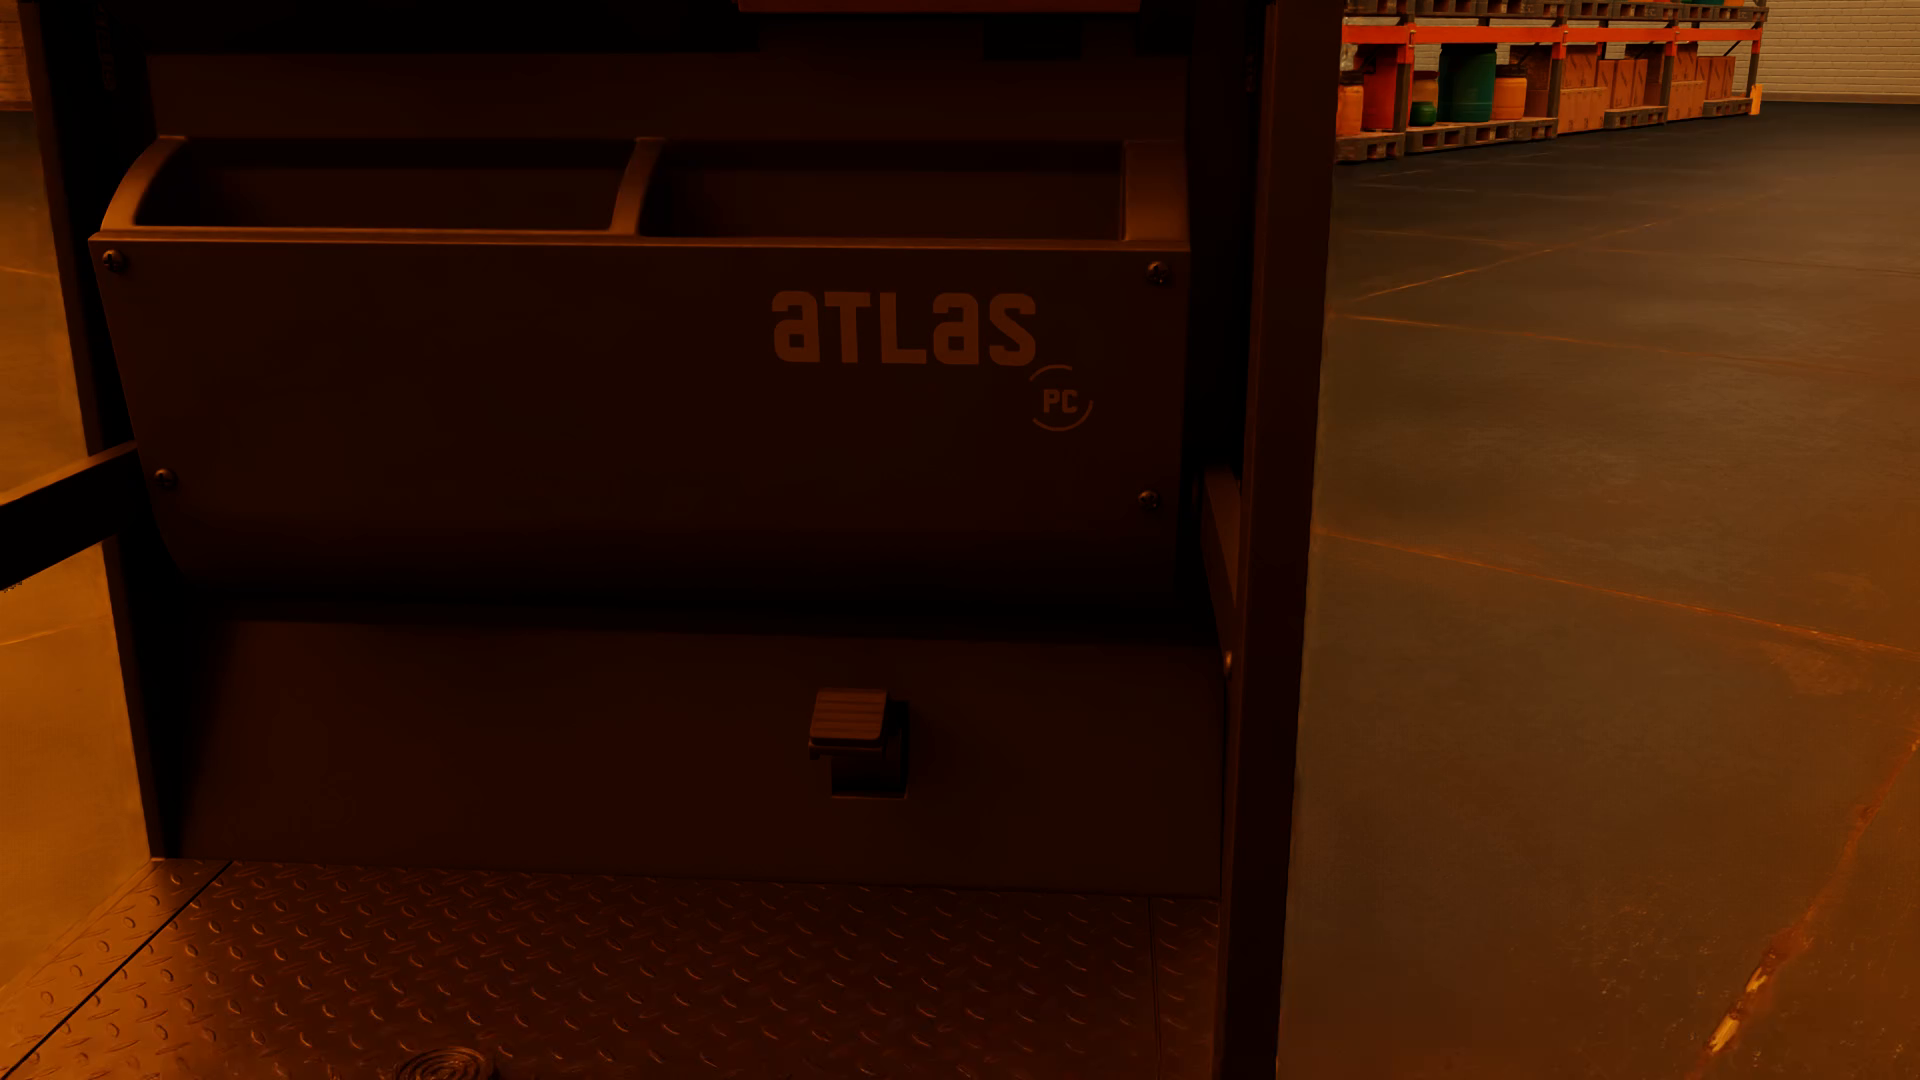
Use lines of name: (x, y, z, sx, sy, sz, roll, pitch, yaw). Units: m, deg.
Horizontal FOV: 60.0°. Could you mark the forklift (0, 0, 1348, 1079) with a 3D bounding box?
forklift: (-0.286, -0.670, 1.103, 1.130, 2.935, 3.031, 1, 17, 4)
